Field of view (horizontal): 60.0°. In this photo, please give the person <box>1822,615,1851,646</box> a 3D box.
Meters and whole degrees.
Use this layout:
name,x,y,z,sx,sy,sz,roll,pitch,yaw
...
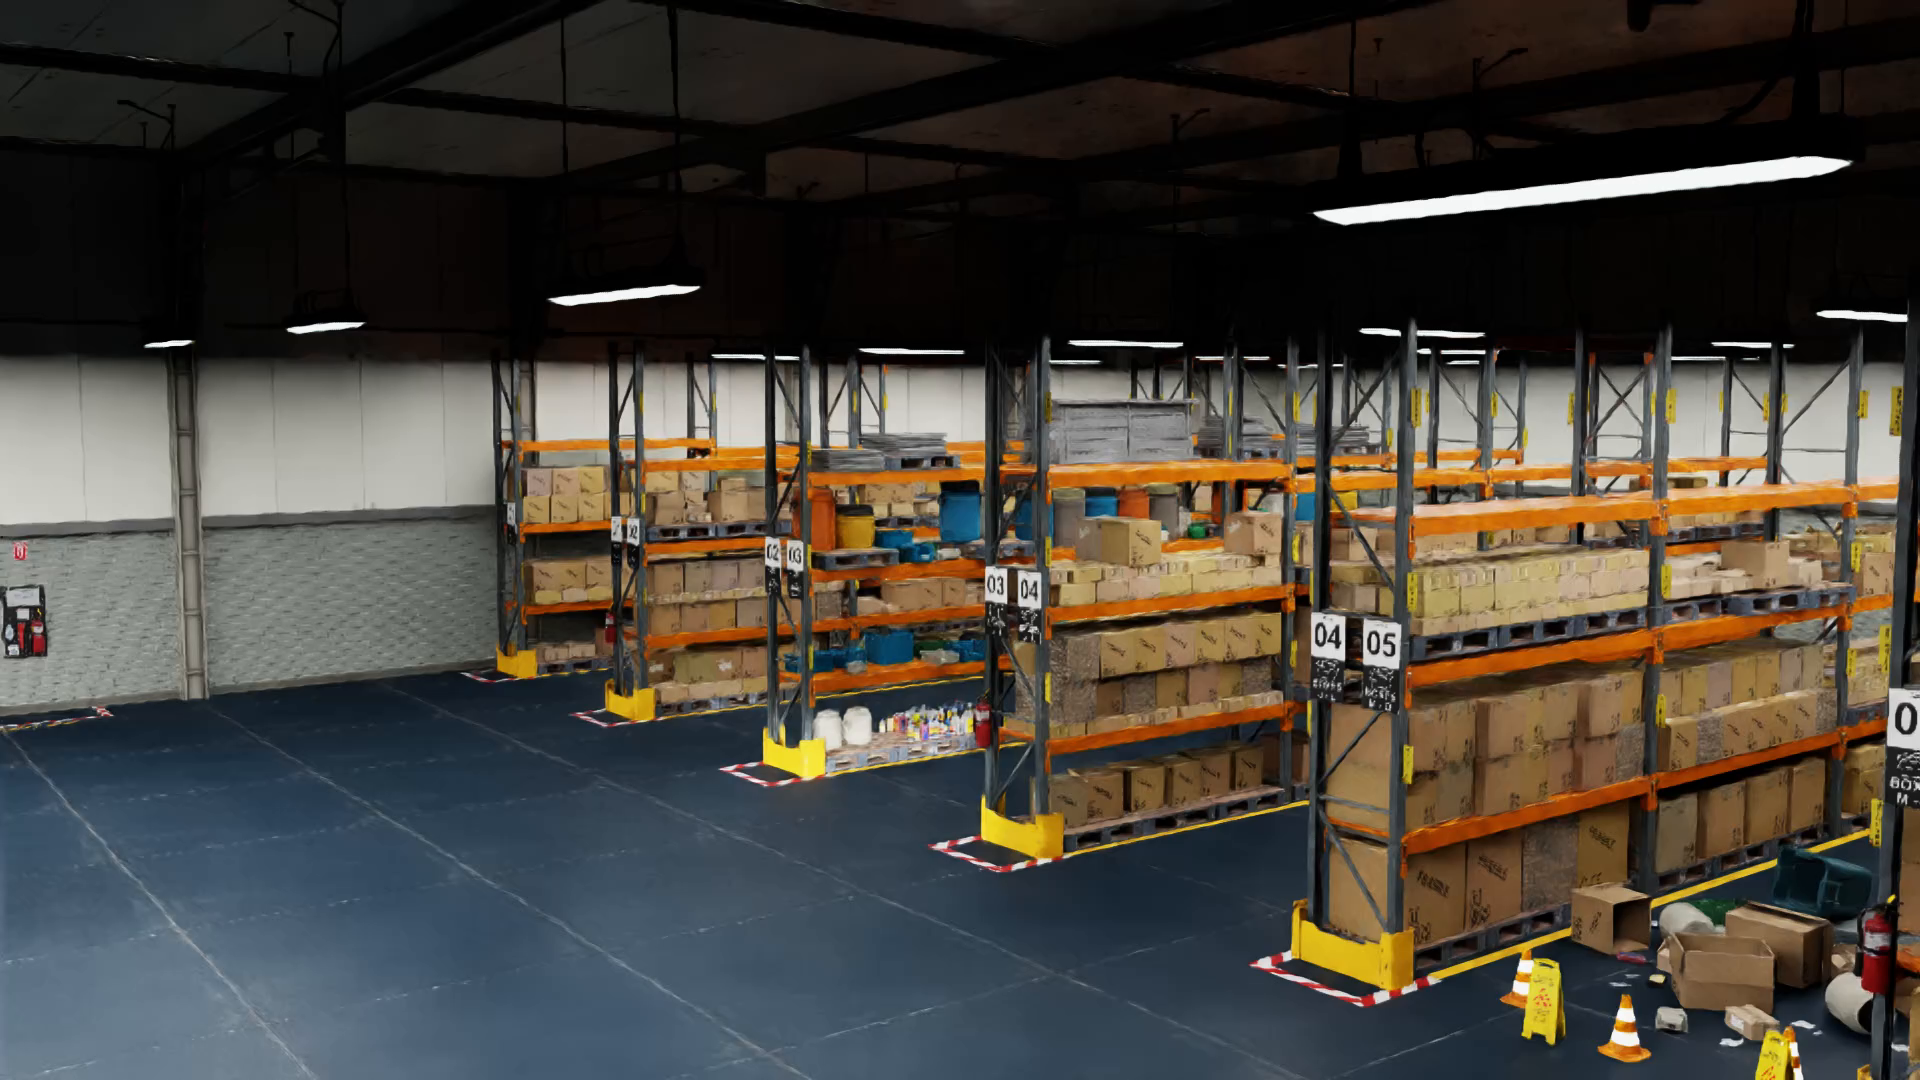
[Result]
name,x,y,z,sx,sy,sz,roll,pitch,yaw
person,15.949,1.664,30.498,0.675,1.667,0.489,1,5,10
